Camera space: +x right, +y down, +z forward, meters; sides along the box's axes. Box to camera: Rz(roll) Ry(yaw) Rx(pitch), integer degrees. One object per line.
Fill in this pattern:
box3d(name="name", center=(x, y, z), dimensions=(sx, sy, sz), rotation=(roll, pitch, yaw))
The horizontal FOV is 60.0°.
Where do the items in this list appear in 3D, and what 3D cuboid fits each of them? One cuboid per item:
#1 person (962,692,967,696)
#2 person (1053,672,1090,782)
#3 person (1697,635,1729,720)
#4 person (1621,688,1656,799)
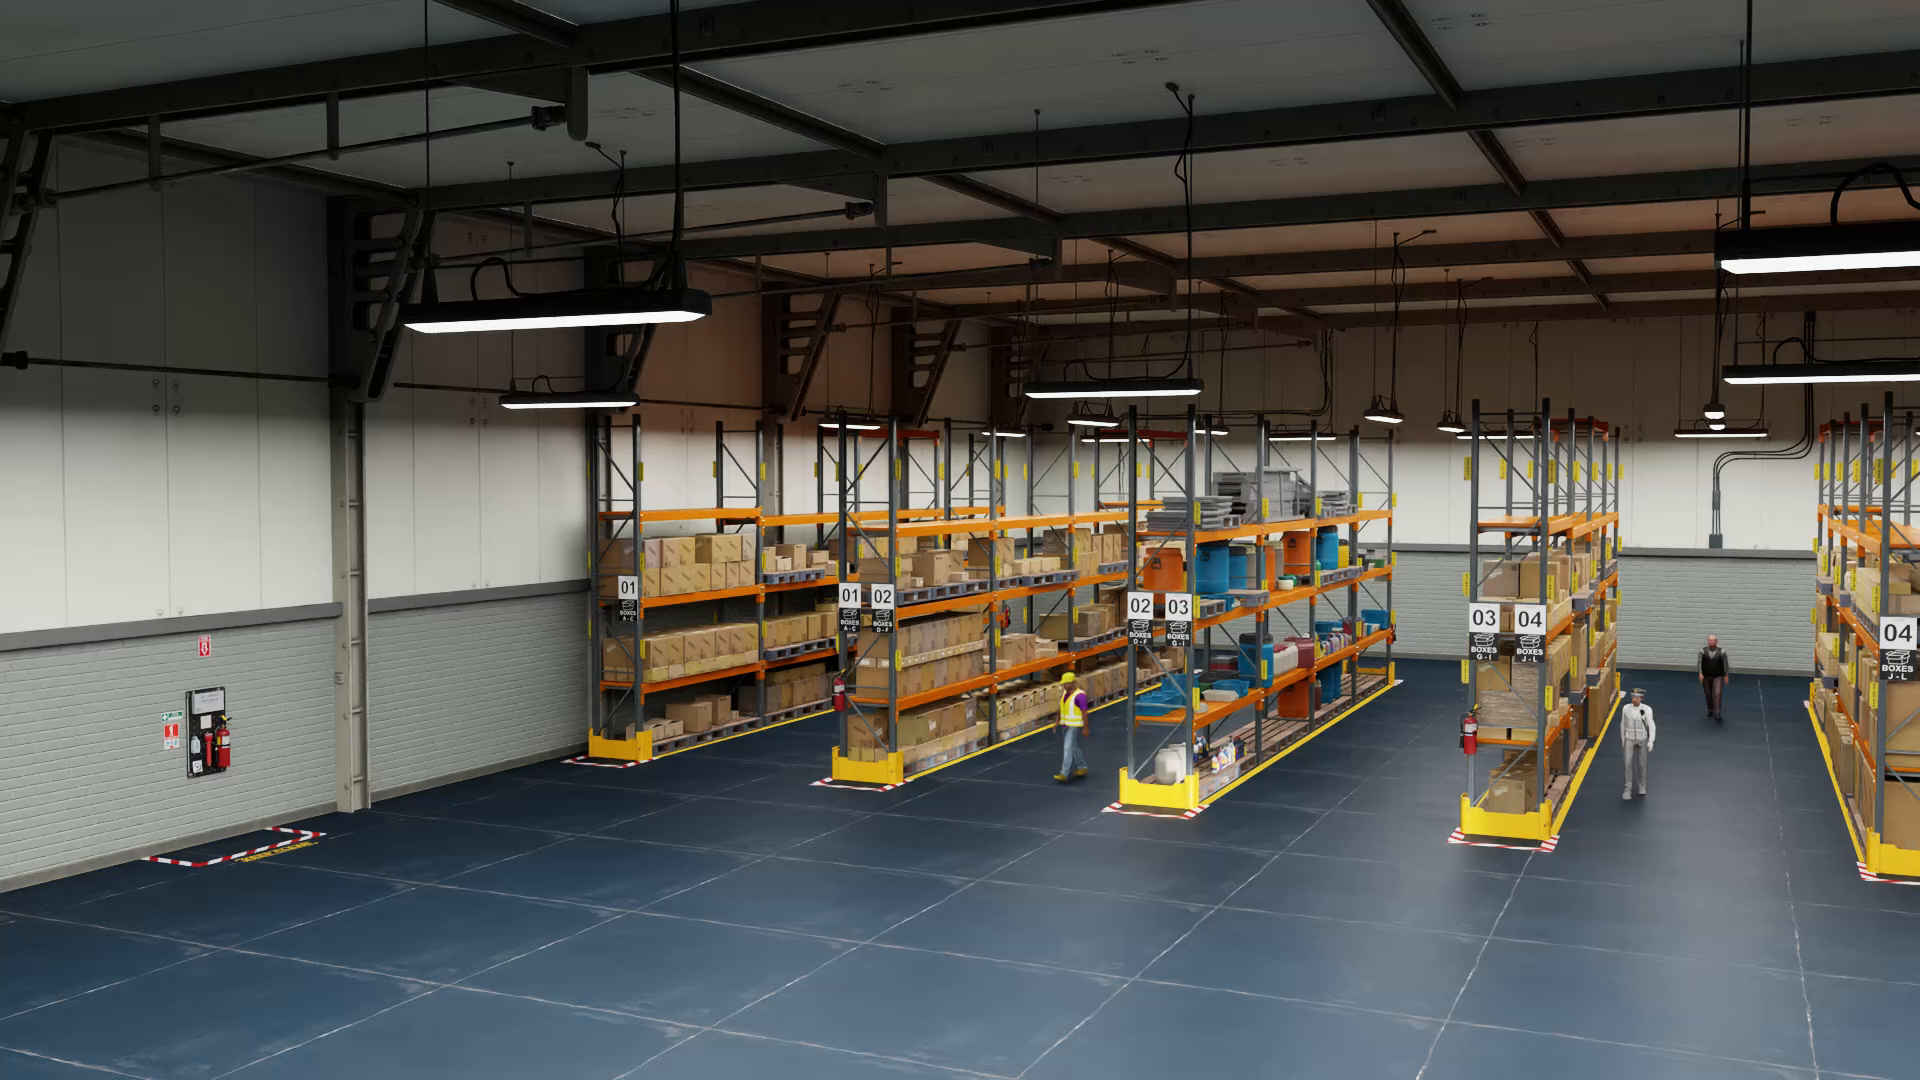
box3d(name="person", center=(-0.048, 2.782, 34.384), dimensions=(0.538, 1.637, 0.567), rotation=(2, 3, 38))
box3d(name="person", center=(1.775, 3.026, 27.081), dimensions=(0.913, 1.740, 0.640), rotation=(-1, 3, -32))
box3d(name="person", center=(15.143, 2.759, 33.482), dimensions=(0.569, 1.671, 0.959), rotation=(2, 3, 34))
box3d(name="person", center=(10.425, 3.118, 25.607), dimensions=(0.535, 1.676, 0.653), rotation=(1, 3, 32))
